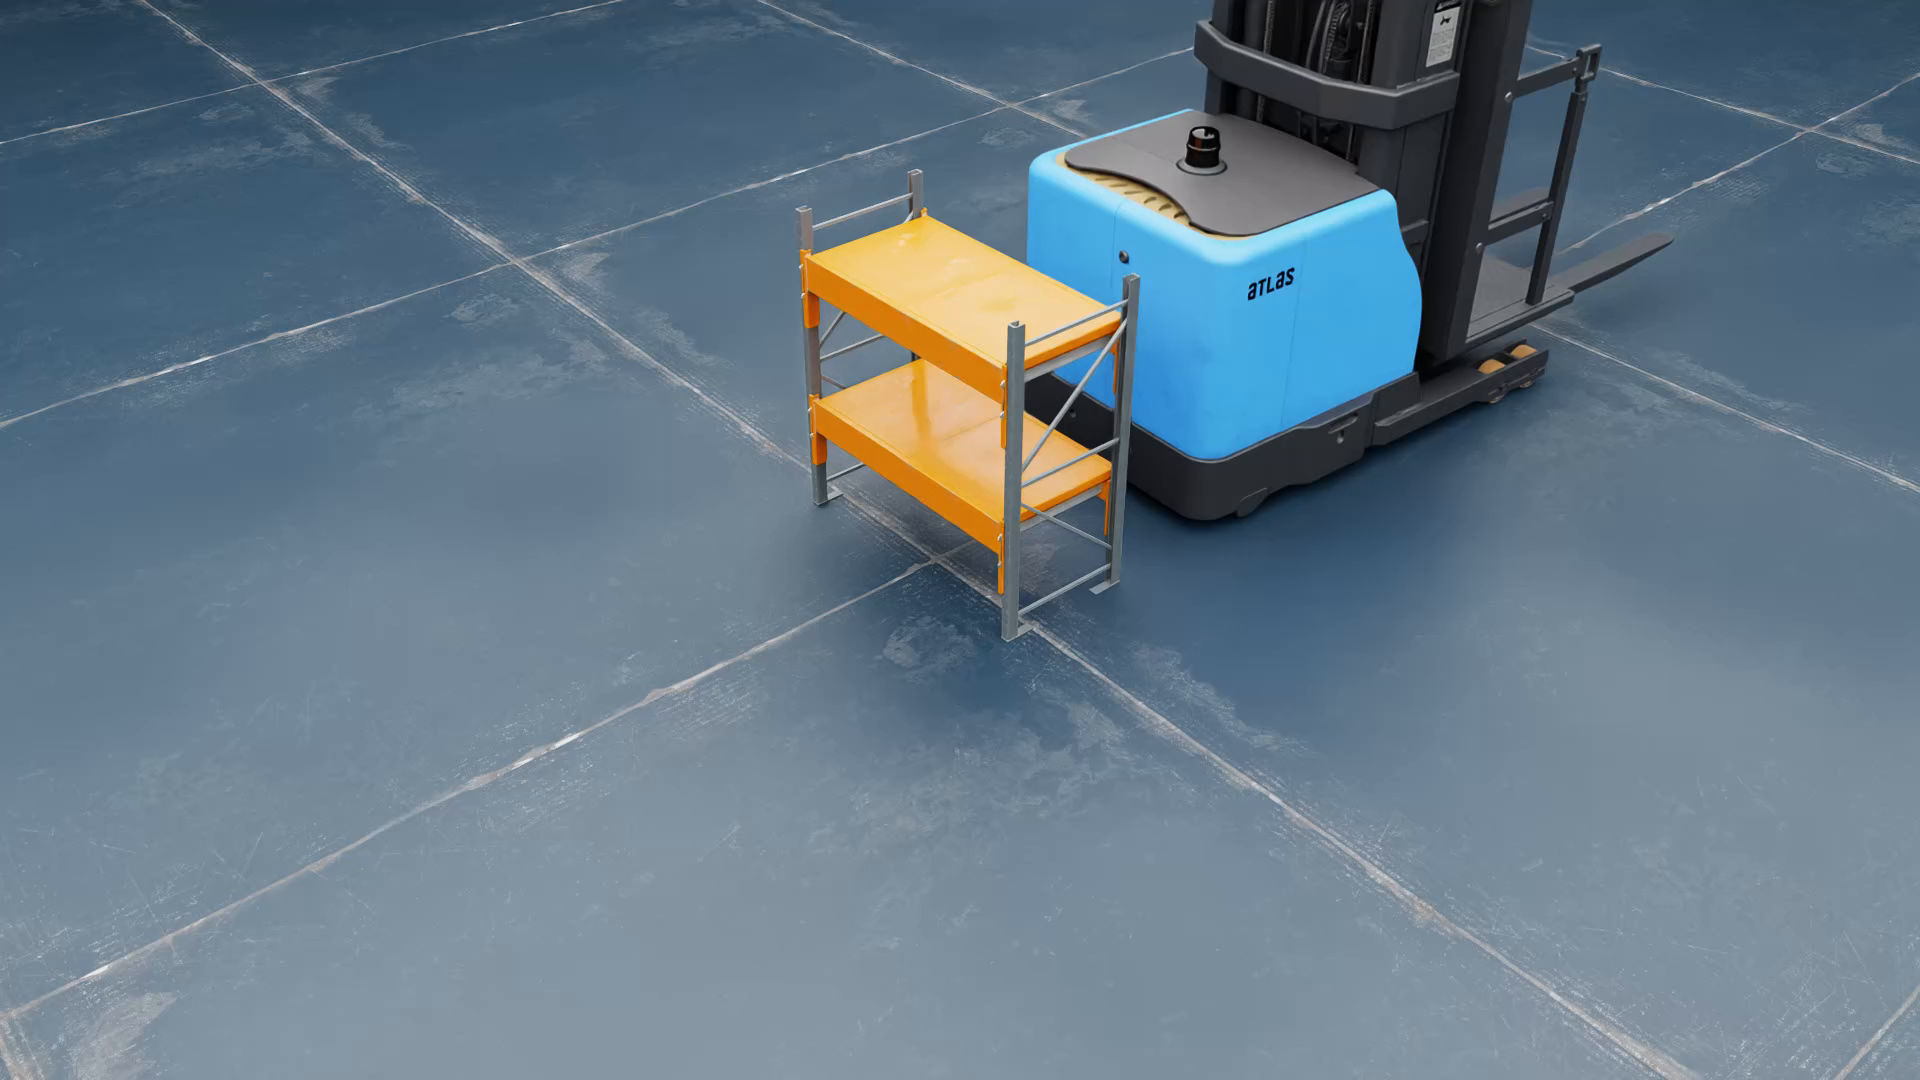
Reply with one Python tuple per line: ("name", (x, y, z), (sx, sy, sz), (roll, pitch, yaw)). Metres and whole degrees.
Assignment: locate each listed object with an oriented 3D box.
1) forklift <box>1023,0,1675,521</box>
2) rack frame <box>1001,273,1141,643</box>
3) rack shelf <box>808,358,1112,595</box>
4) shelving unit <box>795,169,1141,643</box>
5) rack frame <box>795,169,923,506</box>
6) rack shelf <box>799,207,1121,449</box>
("forklift", (1.704, -1.951, 5.969), (3.031, 2.935, 1.130), (-24, 42, -30))
("rack frame", (0.332, -0.232, 5.104), (0.500, 1.125, 0.032), (-26, 43, -32))
("rack shelf", (0.004, -0.257, 5.562), (0.538, 0.278, 1.000), (-26, 43, -32))
("shelving unit", (0.004, -0.456, 5.421), (0.538, 1.125, 1.048), (-26, 43, -32))
("rack frame", (-0.324, -0.680, 5.738), (0.500, 1.125, 0.032), (-26, 43, -32))
("rack shelf", (0.004, -0.695, 5.252), (0.538, 0.278, 1.000), (-26, 43, -32))
